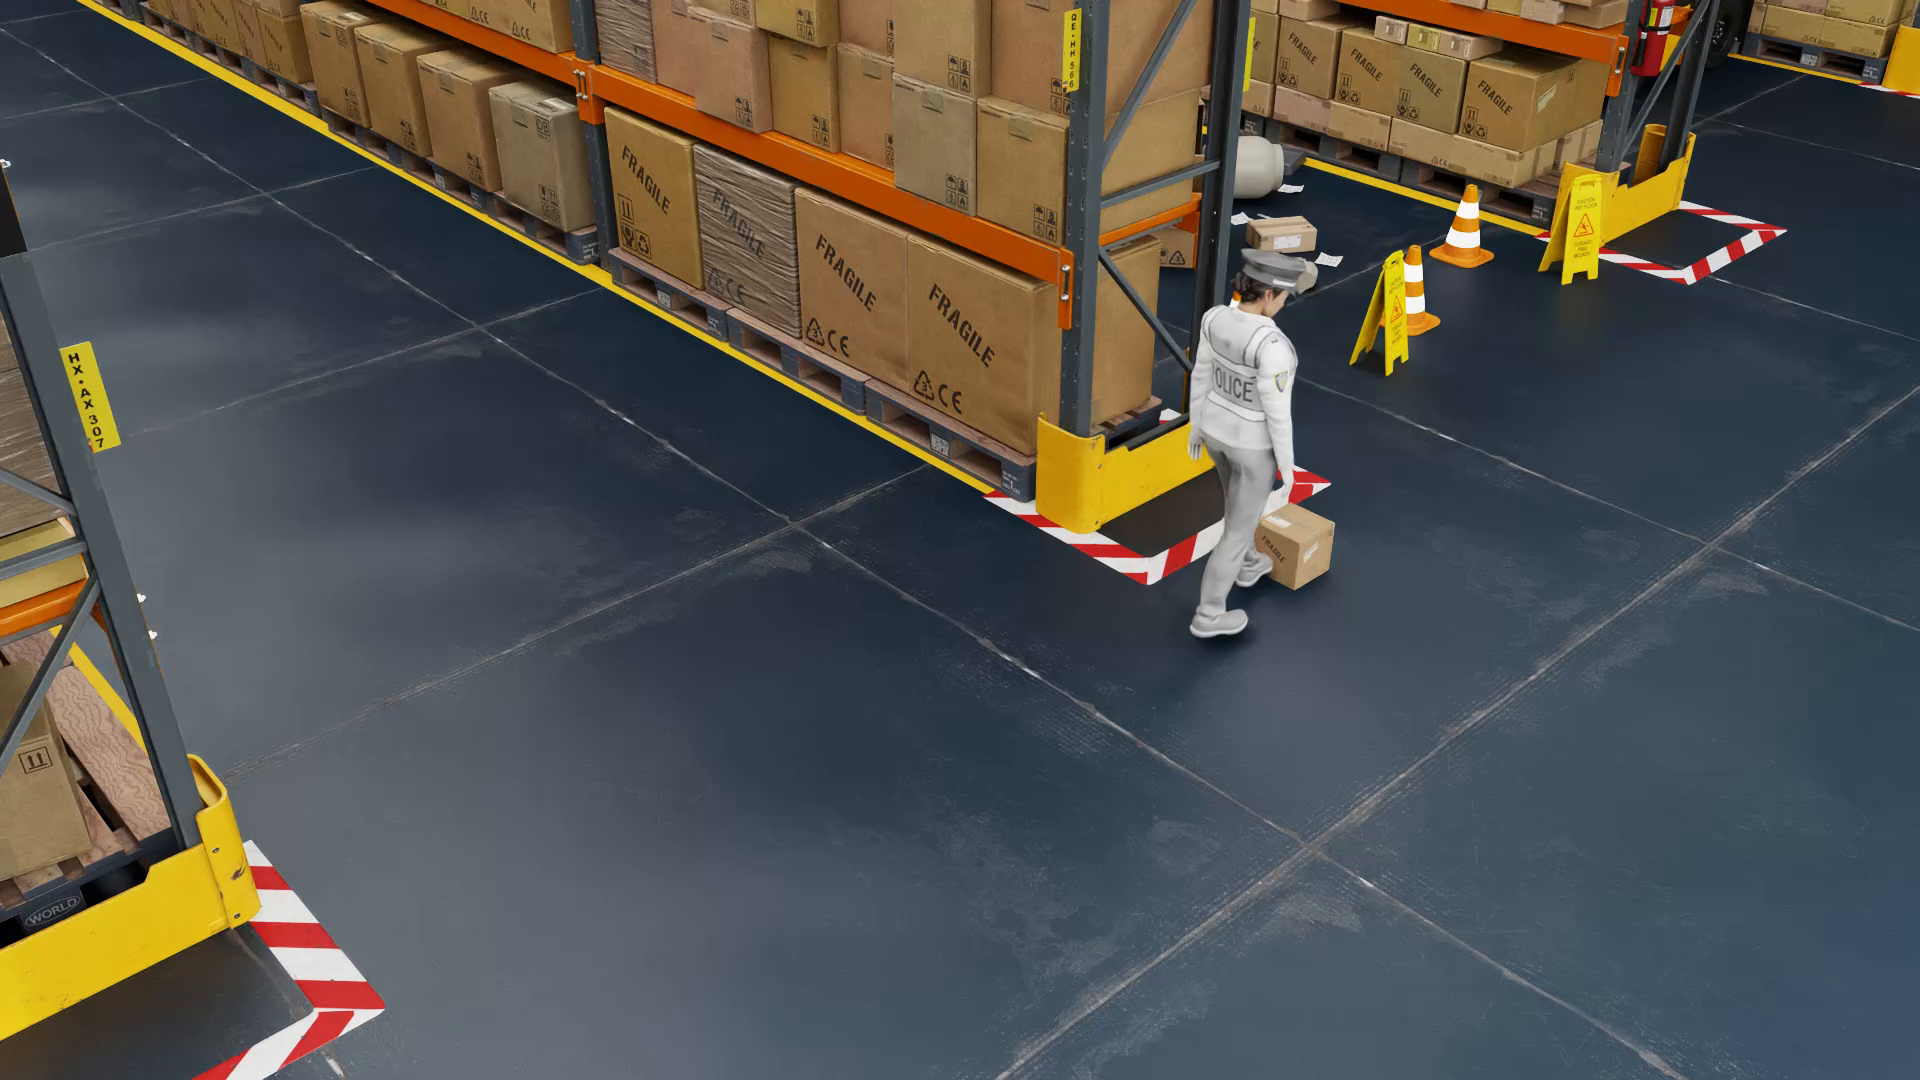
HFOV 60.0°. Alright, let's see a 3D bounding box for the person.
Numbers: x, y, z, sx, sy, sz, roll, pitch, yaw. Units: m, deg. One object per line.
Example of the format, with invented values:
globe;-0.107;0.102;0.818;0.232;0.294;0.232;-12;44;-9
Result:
person;1.205;-0.413;6.783;0.692;1.650;0.513;-22;38;-30
